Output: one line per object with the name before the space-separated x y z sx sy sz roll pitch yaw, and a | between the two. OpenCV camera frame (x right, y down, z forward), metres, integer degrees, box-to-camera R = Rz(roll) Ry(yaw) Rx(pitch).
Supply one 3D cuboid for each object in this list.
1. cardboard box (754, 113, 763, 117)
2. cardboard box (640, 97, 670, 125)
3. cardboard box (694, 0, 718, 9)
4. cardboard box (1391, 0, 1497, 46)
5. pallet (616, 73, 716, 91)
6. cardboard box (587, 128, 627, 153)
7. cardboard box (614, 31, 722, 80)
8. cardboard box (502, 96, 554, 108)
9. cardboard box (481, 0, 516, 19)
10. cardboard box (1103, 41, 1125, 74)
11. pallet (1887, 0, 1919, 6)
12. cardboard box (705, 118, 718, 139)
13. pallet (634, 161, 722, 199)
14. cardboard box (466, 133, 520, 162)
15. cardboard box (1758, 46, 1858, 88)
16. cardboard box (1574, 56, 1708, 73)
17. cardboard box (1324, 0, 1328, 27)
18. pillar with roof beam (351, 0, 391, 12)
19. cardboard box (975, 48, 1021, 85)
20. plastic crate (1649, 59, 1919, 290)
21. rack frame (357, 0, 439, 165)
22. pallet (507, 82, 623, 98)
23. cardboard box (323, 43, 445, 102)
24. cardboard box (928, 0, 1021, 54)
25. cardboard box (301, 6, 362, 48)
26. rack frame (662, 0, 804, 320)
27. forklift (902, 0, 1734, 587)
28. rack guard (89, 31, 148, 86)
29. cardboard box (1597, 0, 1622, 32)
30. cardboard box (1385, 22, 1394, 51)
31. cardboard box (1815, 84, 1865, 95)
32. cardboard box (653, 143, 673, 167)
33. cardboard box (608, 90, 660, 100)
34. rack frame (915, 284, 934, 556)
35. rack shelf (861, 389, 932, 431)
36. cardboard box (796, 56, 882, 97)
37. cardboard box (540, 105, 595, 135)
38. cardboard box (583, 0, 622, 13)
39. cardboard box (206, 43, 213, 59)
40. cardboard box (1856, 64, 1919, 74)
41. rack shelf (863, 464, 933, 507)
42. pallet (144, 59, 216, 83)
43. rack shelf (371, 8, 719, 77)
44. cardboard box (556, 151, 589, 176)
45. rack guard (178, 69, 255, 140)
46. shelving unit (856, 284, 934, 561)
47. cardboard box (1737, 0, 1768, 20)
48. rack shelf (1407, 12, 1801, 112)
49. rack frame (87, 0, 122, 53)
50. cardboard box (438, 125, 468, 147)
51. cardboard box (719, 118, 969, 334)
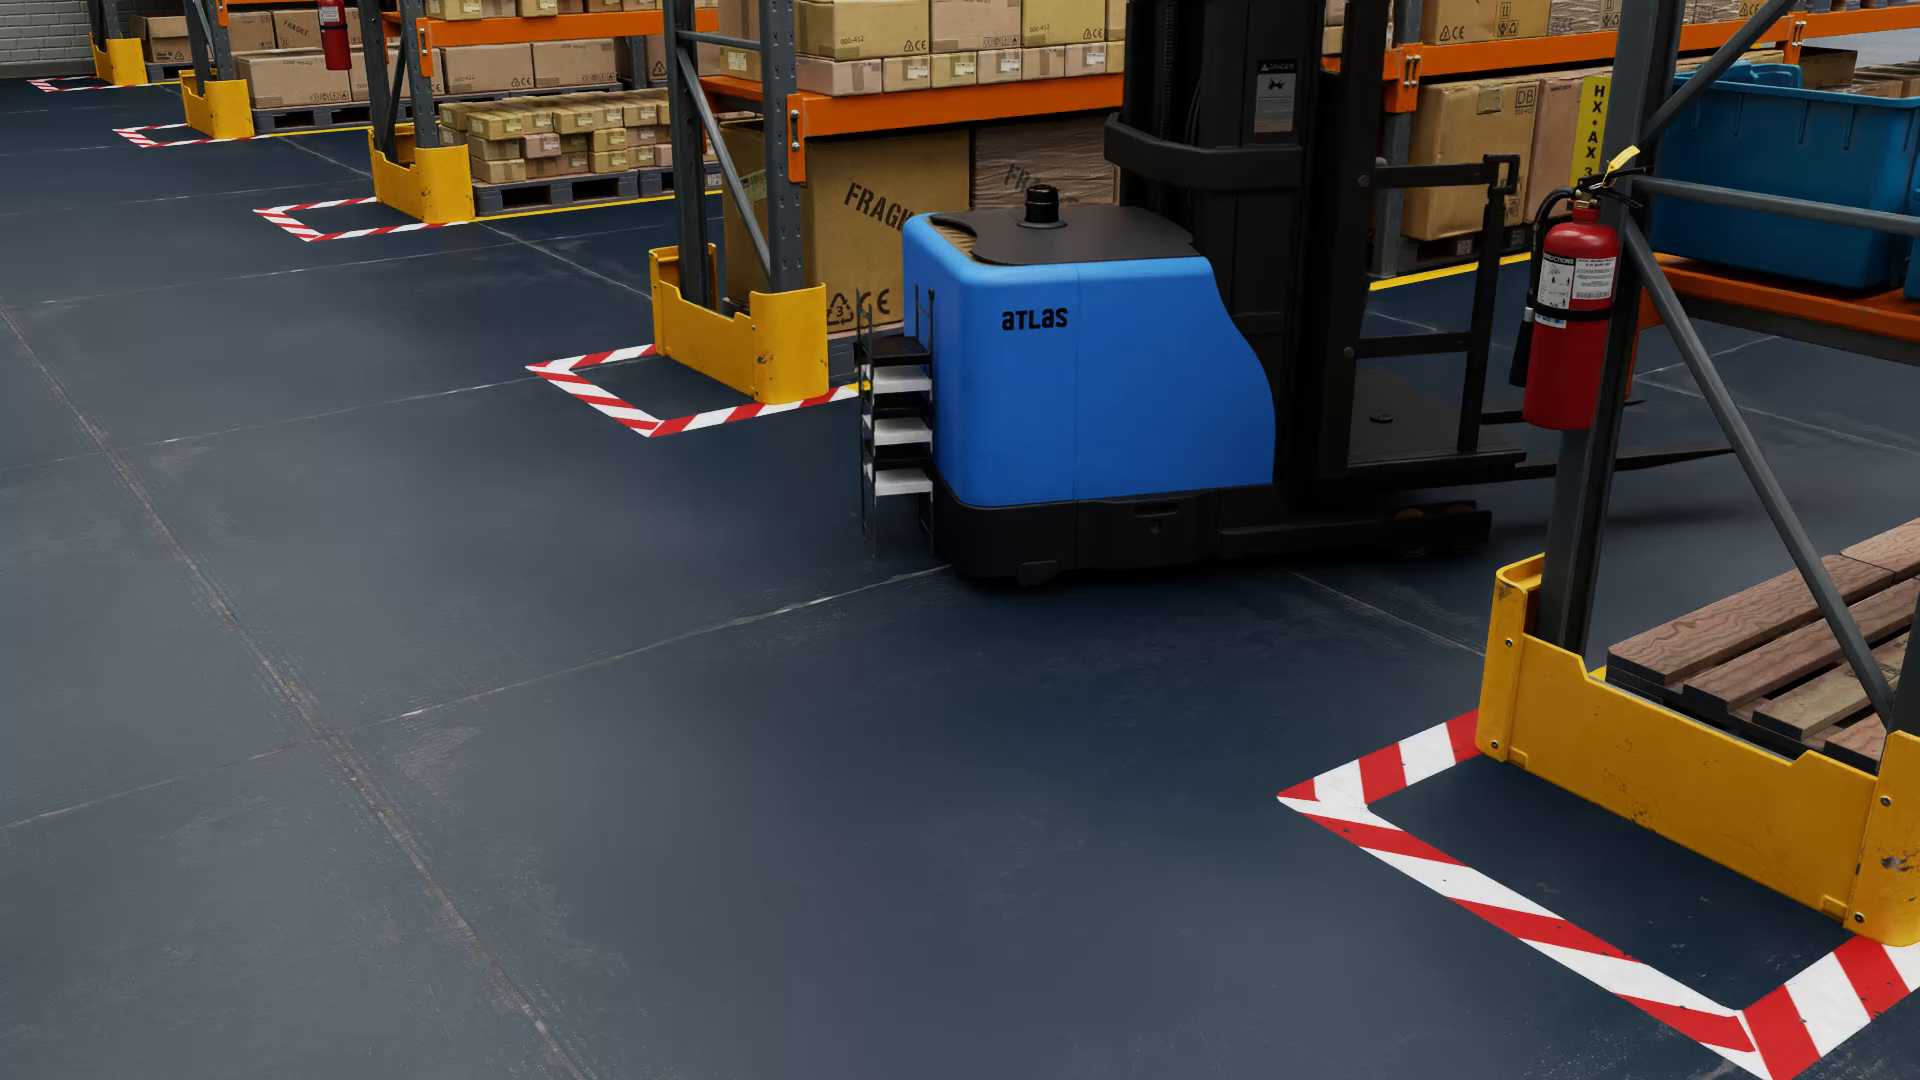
cardboard box | -1.541 -3.330 12.673 0.250 0.149 0.380 -16 27 -35
cardboard box | -2.167 -3.164 12.256 0.250 0.149 0.380 -14 26 -32
cardboard box | -1.922 -3.972 12.142 0.250 0.149 0.380 -14 26 -32
cardboard box | 2.734 -3.138 9.577 0.500 0.500 0.500 -15 26 -33
pallet | -2.991 -4.943 17.998 1.213 0.211 1.003 -15 26 -33
cardboard box | -2.598 -2.905 12.008 0.250 0.149 0.380 -14 26 -31
cardboard box | -3.116 -5.415 17.719 0.875 0.875 0.875 -14 26 -31
cardboard box | -3.192 -3.185 12.307 0.250 0.149 0.380 -16 27 -34
cardboard box | -3.210 -3.637 11.304 0.250 0.149 0.380 -14 26 -31
cardboard box | 0.696 -2.395 8.191 0.250 0.149 0.380 -16 27 -34
pallet | 7.045 -4.284 12.845 1.213 0.211 1.003 -15 26 -33
cardboard box | -2.017 -3.118 12.541 0.250 0.149 0.380 -14 25 -30
pallet | -2.116 -2.864 12.789 1.213 0.211 1.003 -15 26 -33
cardboard box | -3.272 -2.760 11.645 0.250 0.149 0.380 -14 26 -31
cardboard box | 6.413 -3.596 12.629 0.500 0.250 0.500 -12 25 -27
cardboard box | 4.161 -2.807 11.184 0.875 0.875 1.225 -15 26 -33
cardboard box | 1.591 -2.848 8.787 0.500 0.250 0.500 -14 26 -31
pillar with roof beam | -5.052 -9.152 16.691 0.400 9.000 9.100 -15 26 -33
cardboard box | 0.075 -2.230 7.777 0.250 0.149 0.380 -15 26 -34
plastic crate | 2.023 -0.884 3.936 0.499 0.435 0.616 -15 26 -33
rack frame | -3.847 -3.715 11.159 0.127 3.000 1.000 -15 26 -33
pallet | -4.236 -4.612 17.169 1.213 0.211 1.003 -15 26 -33
cardboard box | -5.605 -4.561 16.170 0.875 0.438 0.875 -14 26 -31
cardboard box | -0.067 -2.407 7.681 0.500 0.250 0.500 -15 26 -33
cardboard box | -7.611 -6.211 20.220 0.500 0.500 0.700 -16 27 -35
rack frame | -1.032 -2.201 7.365 0.127 3.000 1.000 -15 26 -33
forklift | 1.357 -1.485 5.662 3.031 2.935 1.130 -5 22 -13
rack guard | -9.660 -5.530 19.081 0.348 0.500 1.175 -15 26 -33
cardboard box | 3.964 -3.468 10.406 0.500 0.500 0.500 -14 26 -32
cardboard box | 2.158 -2.786 9.169 0.250 0.149 0.380 -15 26 -33
cardboard box | 6.437 -3.251 12.775 0.500 0.500 0.700 -18 28 -37
cardboard box | -2.197 -2.874 12.332 0.250 0.149 0.380 -16 27 -35
cardboard box | -2.480 -3.320 12.647 0.250 0.149 0.380 -16 27 -35
rack frame | -0.121 -0.407 5.702 0.006 0.900 0.240 -5 22 -13
rack shelf | -0.220 -0.451 5.659 0.200 0.077 0.258 -5 22 -13
cardboard box | -0.551 -2.062 7.355 0.250 0.149 0.380 -15 26 -32
cardboard box | -2.790 -2.985 11.808 0.250 0.149 0.380 -15 26 -33
cardboard box | -2.596 -3.828 11.782 0.250 0.149 0.380 -15 26 -33
cardboard box | -8.802 -5.730 19.489 0.250 0.149 0.380 -16 27 -35
cardboard box | 7.799 -3.618 13.694 0.500 0.500 0.700 -15 26 -33
rack shelf | -0.220 -0.200 5.759 0.200 0.077 0.258 -5 22 -13
pallet | -9.014 -5.569 19.568 1.213 0.211 1.003 -15 26 -33
rack shelf | -2.224 -3.814 12.377 4.000 0.370 1.077 -15 26 -33
cardboard box | -2.873 -2.740 11.996 0.250 0.149 0.380 -15 26 -32
rack guard | -6.839 -4.016 15.287 0.348 0.500 1.175 -15 26 -33
shelving unit | -0.220 -0.398 5.680 0.210 0.900 0.258 -5 22 -13
cardboard box | 5.206 -3.798 11.231 0.500 0.500 0.500 -14 26 -31
rack shelf | 3.838 -3.166 10.753 4.000 0.370 1.077 -15 26 -33
rack frame | -9.722 -6.675 18.577 0.127 3.000 1.000 -15 26 -33
cardboard box | -3.585 -2.924 12.056 0.250 0.149 0.380 -16 27 -34
cardboard box | -0.560 -1.572 8.088 0.875 0.875 0.875 -15 26 -33
